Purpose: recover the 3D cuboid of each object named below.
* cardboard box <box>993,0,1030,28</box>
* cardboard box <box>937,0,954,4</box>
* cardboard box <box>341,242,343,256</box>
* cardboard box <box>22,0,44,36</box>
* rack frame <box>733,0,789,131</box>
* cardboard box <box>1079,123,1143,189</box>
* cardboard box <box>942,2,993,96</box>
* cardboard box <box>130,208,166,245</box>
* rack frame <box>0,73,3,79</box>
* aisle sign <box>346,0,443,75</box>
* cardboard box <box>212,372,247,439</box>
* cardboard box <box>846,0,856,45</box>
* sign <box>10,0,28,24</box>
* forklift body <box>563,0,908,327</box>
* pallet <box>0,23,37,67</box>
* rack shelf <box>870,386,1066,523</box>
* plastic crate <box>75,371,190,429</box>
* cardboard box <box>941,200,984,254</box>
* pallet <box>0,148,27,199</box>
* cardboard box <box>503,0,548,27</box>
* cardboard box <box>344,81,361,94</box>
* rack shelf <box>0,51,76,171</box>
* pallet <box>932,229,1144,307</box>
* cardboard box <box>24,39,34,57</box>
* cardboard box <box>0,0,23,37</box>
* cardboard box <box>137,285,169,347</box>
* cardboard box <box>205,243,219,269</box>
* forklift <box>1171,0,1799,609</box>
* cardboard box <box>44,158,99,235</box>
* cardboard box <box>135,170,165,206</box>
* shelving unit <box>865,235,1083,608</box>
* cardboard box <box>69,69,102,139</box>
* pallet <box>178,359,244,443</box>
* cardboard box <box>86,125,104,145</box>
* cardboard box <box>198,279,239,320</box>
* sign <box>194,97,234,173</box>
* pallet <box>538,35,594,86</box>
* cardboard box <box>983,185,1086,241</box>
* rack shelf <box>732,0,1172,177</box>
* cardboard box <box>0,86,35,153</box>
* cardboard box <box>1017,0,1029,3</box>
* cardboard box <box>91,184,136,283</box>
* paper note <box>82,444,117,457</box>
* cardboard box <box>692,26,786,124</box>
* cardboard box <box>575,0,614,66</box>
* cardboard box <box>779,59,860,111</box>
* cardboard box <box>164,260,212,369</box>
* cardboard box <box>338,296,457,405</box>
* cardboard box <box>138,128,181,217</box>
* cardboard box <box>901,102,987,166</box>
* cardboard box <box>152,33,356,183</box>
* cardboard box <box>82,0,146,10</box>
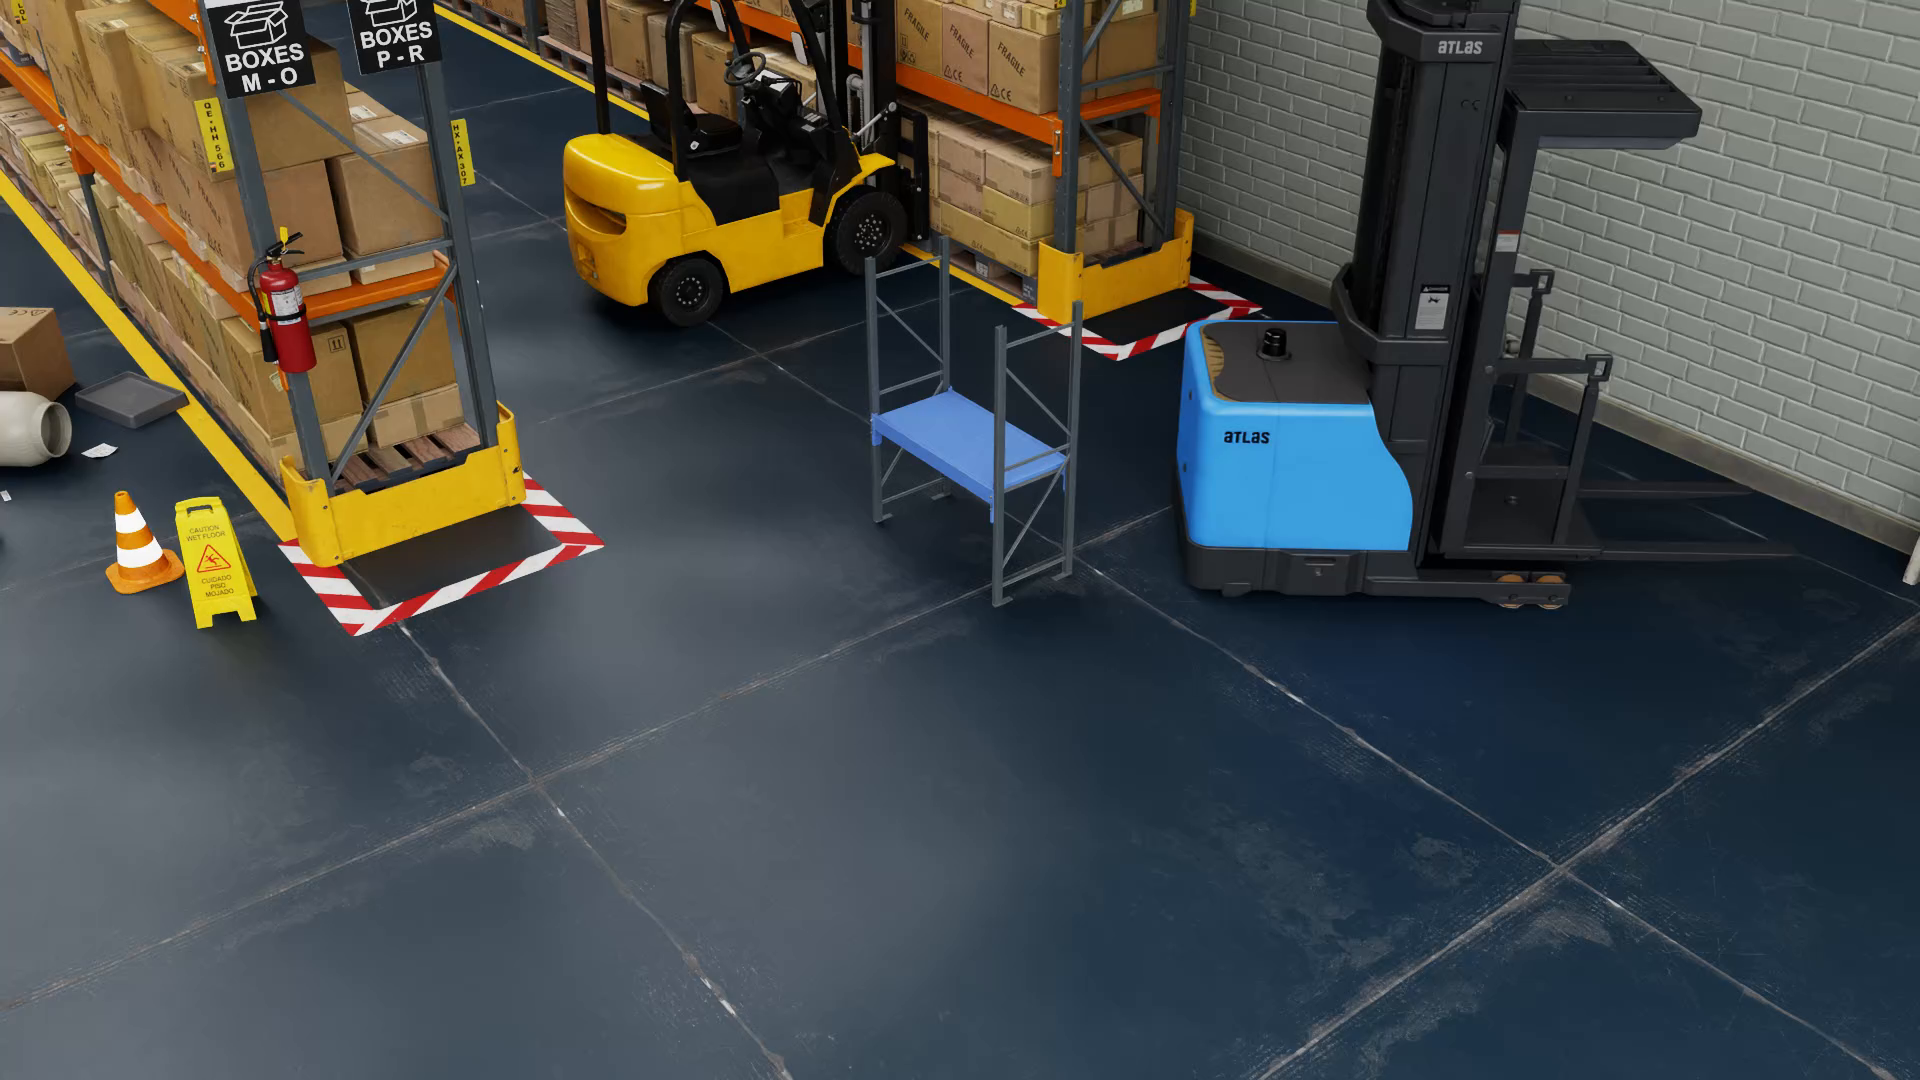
[{"bbox_3d":[0.433,-3.424,10.711,0.380,0.149,0.250,-22,38,-31],"label":"cardboard box"},{"bbox_3d":[-0.022,-3.755,11.243,0.380,0.149,0.250,-24,39,-33],"label":"cardboard box"},{"bbox_3d":[-3.083,-1.550,8.641,0.380,0.149,0.250,-22,38,-31],"label":"cardboard box"},{"bbox_3d":[-5.226,-3.355,9.984,0.700,0.500,0.500,-23,38,-32],"label":"cardboard box"},{"bbox_3d":[-1.406,-4.622,13.349,1.000,3.000,0.127,-22,38,-31],"label":"rack frame"},{"bbox_3d":[0.902,-2.652,11.437,0.500,0.250,0.500,-23,39,-32],"label":"cardboard box"},{"bbox_3d":[0.227,-3.337,11.185,0.500,0.500,0.500,-21,38,-30],"label":"cardboard box"},{"bbox_3d":[-4.663,-1.890,9.832,0.380,0.149,0.250,-20,37,-29],"label":"cardboard box"},{"bbox_3d":[-7.777,-4.682,13.445,1.000,3.000,0.127,-22,38,-31],"label":"rack frame"},{"bbox_3d":[-2.589,-2.527,7.511,0.394,0.787,0.004,-22,38,-31],"label":"aisle sign"},{"bbox_3d":[-3.891,-0.826,9.446,0.500,0.250,0.500,-22,38,-31],"label":"cardboard box"},{"bbox_3d":[-0.696,-3.973,12.209,0.500,0.500,0.500,-23,38,-32],"label":"cardboard box"},{"bbox_3d":[-5.761,-3.326,10.164,0.100,0.325,0.005,-22,38,-31],"label":"sign"},{"bbox_3d":[-1.557,-2.795,11.211,2.313,2.155,1.214,-22,38,-31],"label":"forklift body"},{"bbox_3d":[-6.531,-3.789,12.189,1.003,0.211,1.213,-22,38,-31],"label":"pallet"},{"bbox_3d":[0.052,-0.449,8.392,0.538,0.185,1.000,-22,38,-31],"label":"rack shelf"},{"bbox_3d":[-5.009,-0.855,10.051,0.583,0.080,0.402,18,36,27],"label":"plastic crate"},{"bbox_3d":[0.212,-2.270,11.769,0.500,0.250,0.500,-22,38,-31],"label":"cardboard box"},{"bbox_3d":[-7.299,-3.171,13.656,1.003,0.211,1.213,-22,38,-31],"label":"pallet"},{"bbox_3d":[-4.288,-5.513,16.754,0.500,0.500,0.500,-21,38,-30],"label":"cardboard box"},{"bbox_3d":[-3.577,-2.231,9.122,0.500,0.500,0.500,-23,39,-32],"label":"cardboard box"},{"bbox_3d":[-6.551,-3.543,12.293,1.077,0.370,4.000,-22,38,-31],"label":"rack shelf"},{"bbox_3d":[0.545,-2.076,11.892,1.003,0.211,1.213,-22,38,-31],"label":"pallet"},{"bbox_3d":[-6.006,-3.327,11.104,0.380,0.149,0.250,-24,39,-33],"label":"cardboard box"},{"bbox_3d":[-6.094,-3.687,11.068,0.500,0.500,0.500,-22,38,-31],"label":"cardboard box"},{"bbox_3d":[-4.840,-1.473,10.487,0.500,0.250,0.500,-20,37,-29],"label":"cardboard box"},{"bbox_3d":[-3.653,-1.511,8.578,0.380,0.149,0.250,-23,39,-32],"label":"cardboard box"},{"bbox_3d":[2.645,-1.191,7.889,3.031,2.935,1.130,1,32,2],"label":"forklift"},{"bbox_3d":[-6.092,-2.593,12.175,0.950,0.372,0.625,-20,37,-29],"label":"cardboard box"},{"bbox_3d":[-4.431,-2.041,9.431,0.380,0.149,0.250,-22,38,-32],"label":"cardboard box"},{"bbox_3d":[0.052,-0.602,8.297,0.538,1.500,1.048,-22,38,-31],"label":"shelving unit"},{"bbox_3d":[-4.949,-2.709,9.891,0.500,0.500,0.500,-22,38,-32],"label":"cardboard box"},{"bbox_3d":[-4.132,-1.053,10.245,1.003,0.211,1.213,-22,38,-31],"label":"pallet"},{"bbox_3d":[-5.189,-2.585,10.307,0.380,0.149,0.250,-21,38,-30],"label":"cardboard box"},{"bbox_3d":[-3.847,-1.333,8.936,0.380,0.149,0.250,-21,38,-30],"label":"cardboard box"},{"bbox_3d":[-3.322,-1.803,7.413,0.100,0.325,0.005,-22,38,-31],"label":"sign"},{"bbox_3d":[-3.385,-4.749,16.197,1.003,0.211,1.213,-22,38,-31],"label":"pallet"},{"bbox_3d":[0.502,-2.280,11.312,0.500,0.250,0.500,-23,38,-32],"label":"cardboard box"},{"bbox_3d":[-0.179,-3.483,12.197,1.077,0.370,4.000,-22,38,-31],"label":"rack shelf"},{"bbox_3d":[-7.439,-3.505,13.644,0.950,0.372,0.625,-25,40,-34],"label":"cardboard box"},{"bbox_3d":[0.485,-3.574,10.669,0.380,0.149,0.250,-22,38,-31],"label":"cardboard box"},{"bbox_3d":[-5.176,-2.011,10.641,0.500,0.500,0.500,-20,37,-29],"label":"cardboard box"},{"bbox_3d":[-4.940,-0.516,9.551,0.148,0.019,0.142,18,36,27],"label":"paper note"},{"bbox_3d":[-1.735,-4.006,14.209,0.875,0.625,0.625,-20,37,-29],"label":"cardboard box"},{"bbox_3d":[-3.080,-4.925,15.689,0.875,0.625,0.625,-21,37,-30],"label":"cardboard box"},{"bbox_3d":[-1.052,-3.538,12.864,0.500,0.250,0.500,-22,38,-31],"label":"cardboard box"},{"bbox_3d":[-4.196,-1.355,9.586,0.500,0.500,0.500,-23,39,-32],"label":"cardboard box"},{"bbox_3d":[-3.163,-1.112,9.195,0.500,0.500,0.500,-24,39,-33],"label":"cardboard box"},{"bbox_3d":[-4.030,-2.074,8.869,0.500,0.500,0.500,-22,38,-32],"label":"cardboard box"},{"bbox_3d":[-0.117,-2.899,11.836,0.500,0.250,0.500,-22,38,-31],"label":"cardboard box"},{"bbox_3d":[-3.357,-2.084,7.938,0.700,0.500,0.500,-23,39,-33],"label":"cardboard box"},{"bbox_3d":[-4.252,-2.729,8.977,0.700,0.500,0.500,-23,38,-32],"label":"cardboard box"}]
